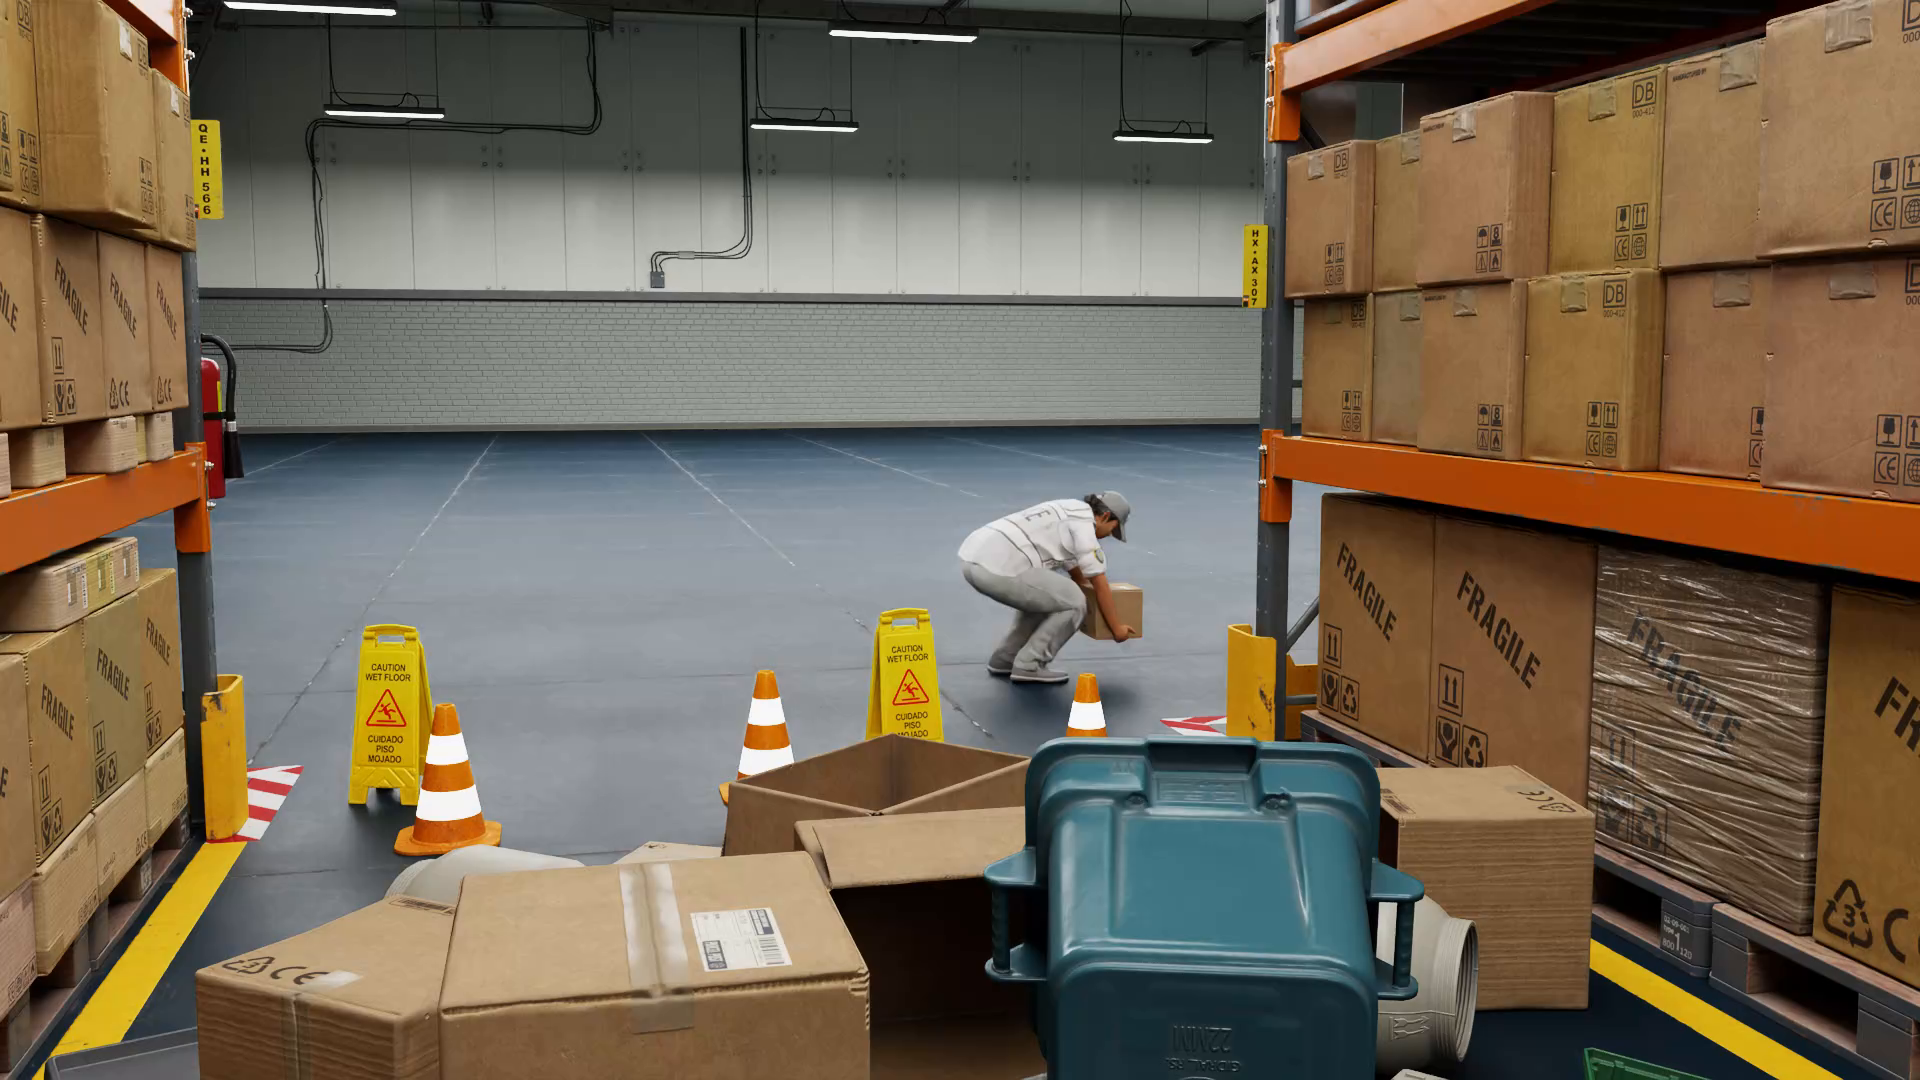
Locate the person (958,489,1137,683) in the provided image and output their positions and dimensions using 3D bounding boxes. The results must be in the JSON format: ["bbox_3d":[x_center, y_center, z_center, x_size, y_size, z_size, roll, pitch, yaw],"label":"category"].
[{"bbox_3d":[0.458,0.222,8.426,0.933,0.957,0.515,-2,6,-16],"label":"person"}]
